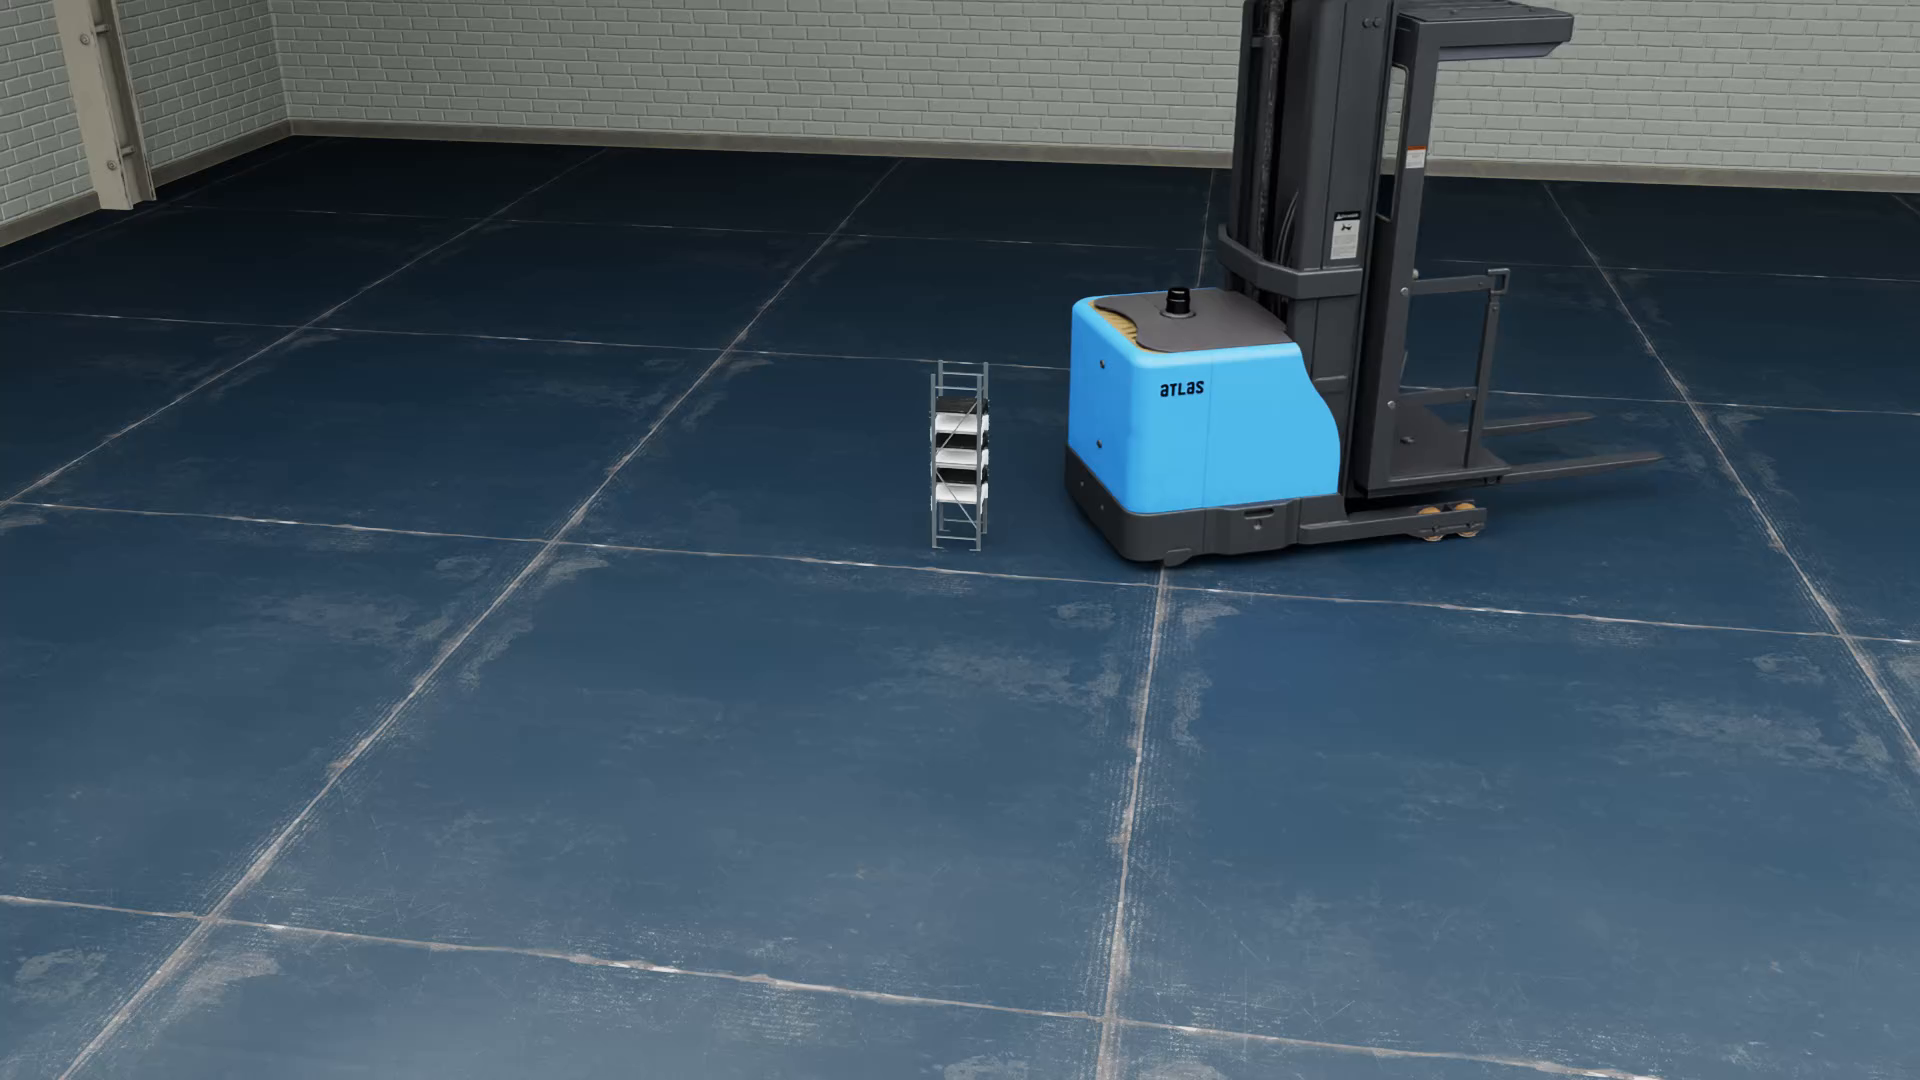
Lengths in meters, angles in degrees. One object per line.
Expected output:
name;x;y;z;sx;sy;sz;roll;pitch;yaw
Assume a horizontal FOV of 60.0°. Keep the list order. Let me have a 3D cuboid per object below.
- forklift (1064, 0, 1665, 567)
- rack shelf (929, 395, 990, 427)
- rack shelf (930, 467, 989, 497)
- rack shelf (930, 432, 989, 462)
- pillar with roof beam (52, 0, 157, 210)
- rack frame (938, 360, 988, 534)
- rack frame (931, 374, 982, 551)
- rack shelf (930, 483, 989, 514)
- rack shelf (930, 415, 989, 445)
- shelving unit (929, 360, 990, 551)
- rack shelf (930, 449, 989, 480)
forklift;2.120;-1.529;8.060;3.031;2.935;1.130;-6;26;-13
rack shelf;-0.001;-0.619;7.952;0.258;0.077;0.200;4;25;9
rack shelf;-0.001;-0.292;8.104;0.258;0.077;0.200;4;25;9
rack shelf;-0.001;-0.455;8.028;0.258;0.077;0.200;4;25;9
pillar with roof beam;-3.024;-6.714;11.980;9.100;9.000;0.400;4;25;9
rack frame;0.015;-0.447;8.143;0.240;0.900;0.006;4;25;9
rack frame;-0.018;-0.362;7.961;0.240;0.900;0.006;4;25;9
rack shelf;-0.001;-0.211;8.142;0.258;0.077;0.200;4;25;9
rack shelf;-0.001;-0.537;7.990;0.258;0.077;0.200;4;25;9
shelving unit;-0.001;-0.404;8.052;0.258;0.900;0.210;4;25;9
rack shelf;-0.001;-0.374;8.066;0.258;0.077;0.200;4;25;9
